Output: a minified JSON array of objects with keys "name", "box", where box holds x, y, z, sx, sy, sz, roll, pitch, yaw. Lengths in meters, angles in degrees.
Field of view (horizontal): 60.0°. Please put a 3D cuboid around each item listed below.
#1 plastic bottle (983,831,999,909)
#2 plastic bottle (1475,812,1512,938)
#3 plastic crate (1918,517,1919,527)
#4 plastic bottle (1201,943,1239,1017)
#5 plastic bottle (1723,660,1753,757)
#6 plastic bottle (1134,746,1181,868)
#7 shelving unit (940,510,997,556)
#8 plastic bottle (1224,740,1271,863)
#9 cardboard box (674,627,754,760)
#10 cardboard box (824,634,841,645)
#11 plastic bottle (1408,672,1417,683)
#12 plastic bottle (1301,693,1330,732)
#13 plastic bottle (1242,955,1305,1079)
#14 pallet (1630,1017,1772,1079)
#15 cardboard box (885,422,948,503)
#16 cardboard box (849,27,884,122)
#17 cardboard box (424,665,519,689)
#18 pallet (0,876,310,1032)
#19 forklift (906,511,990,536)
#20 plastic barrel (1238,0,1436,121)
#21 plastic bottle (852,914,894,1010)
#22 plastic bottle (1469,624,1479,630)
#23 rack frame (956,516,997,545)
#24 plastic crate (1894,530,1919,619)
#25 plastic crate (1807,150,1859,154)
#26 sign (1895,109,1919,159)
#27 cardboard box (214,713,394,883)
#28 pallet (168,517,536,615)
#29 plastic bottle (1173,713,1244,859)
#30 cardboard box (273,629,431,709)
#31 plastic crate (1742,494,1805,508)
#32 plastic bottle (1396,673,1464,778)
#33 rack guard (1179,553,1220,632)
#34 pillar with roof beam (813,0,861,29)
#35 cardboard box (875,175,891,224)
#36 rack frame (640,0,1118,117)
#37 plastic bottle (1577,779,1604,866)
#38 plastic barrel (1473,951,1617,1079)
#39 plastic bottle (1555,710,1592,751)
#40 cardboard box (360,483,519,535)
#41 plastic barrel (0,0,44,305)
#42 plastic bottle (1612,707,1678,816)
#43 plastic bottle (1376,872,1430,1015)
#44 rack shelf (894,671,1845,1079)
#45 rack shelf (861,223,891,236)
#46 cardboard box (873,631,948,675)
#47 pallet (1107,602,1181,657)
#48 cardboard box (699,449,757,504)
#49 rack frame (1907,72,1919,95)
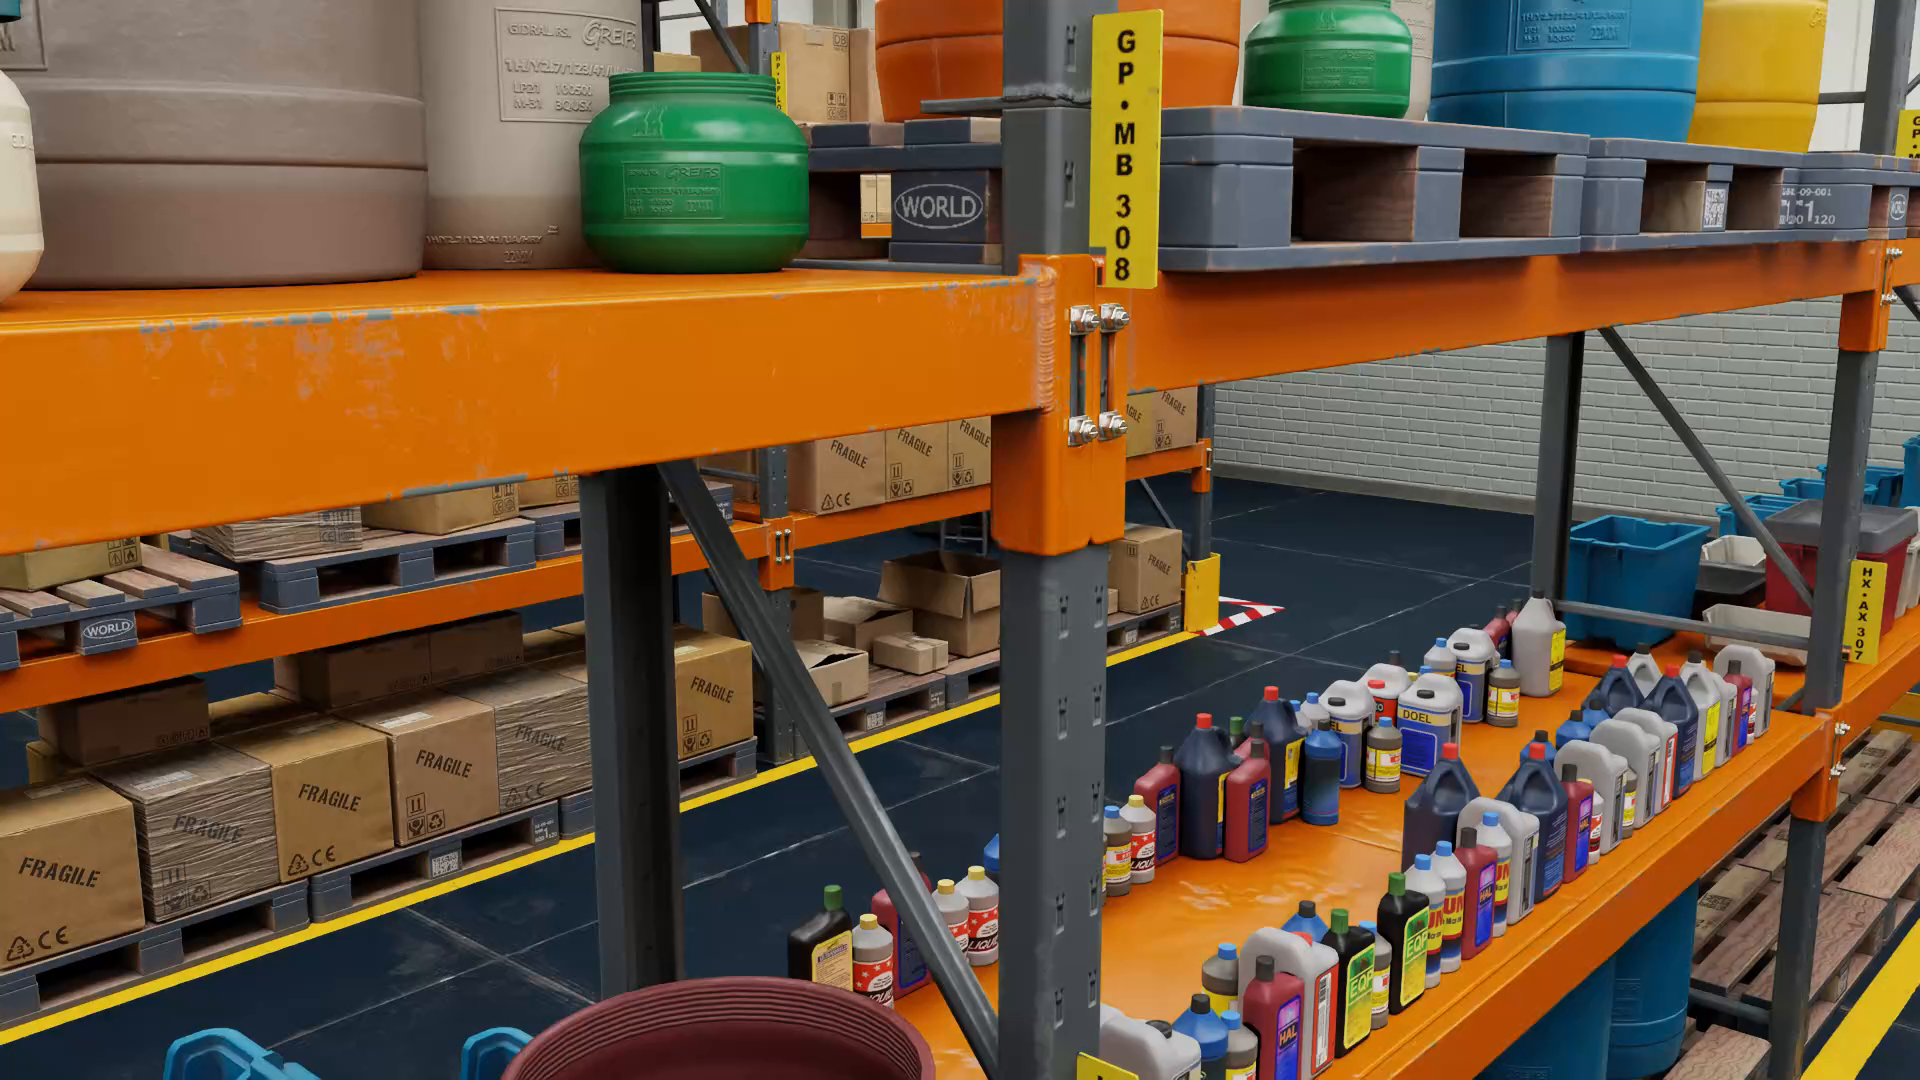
[{"name":"plastic bottle","box":[0.099,0.750,3.624,0.097,0.271,0.097,0,11,0]},{"name":"plastic bottle","box":[1.170,0.737,3.691,0.097,0.271,0.097,0,11,0]},{"name":"plastic crate","box":[4.458,-0.014,7.642,0.396,0.136,0.243,10,15,40]},{"name":"plastic bottle","box":[0.510,0.873,3.188,0.097,0.201,0.097,0,11,0]},{"name":"plastic bottle","box":[2.287,0.488,4.909,0.061,0.283,0.133,10,15,40]},{"name":"plastic bottle","box":[0.483,0.654,4.078,0.061,0.283,0.133,10,15,40]},{"name":"shelving unit","box":[0.098,-0.950,14.105,0.431,2.100,0.503,3,12,15]},{"name":"plastic bottle","box":[0.713,0.645,4.121,0.061,0.283,0.133,10,15,40]},{"name":"cardboard box","box":[-1.406,0.769,8.459,0.500,0.500,0.500,10,15,40]},{"name":"cardboard box","box":[-0.930,0.649,9.961,0.380,0.149,0.250,10,15,40]},{"name":"plastic bottle","box":[1.364,0.503,5.042,0.097,0.201,0.097,0,11,0]},{"name":"plastic bottle","box":[0.969,0.557,4.595,0.097,0.271,0.097,0,11,0]},{"name":"plastic bottle","box":[0.562,0.872,2.984,0.061,0.283,0.133,10,15,40]},{"name":"pallet","box":[1.882,1.766,5.329,1.003,0.211,1.213,10,15,40]},{"name":"cardboard box","box":[-0.419,-0.515,9.375,0.500,0.500,0.500,10,15,41]},{"name":"cardboard box","box":[-0.567,-2.492,9.064,0.700,0.500,0.500,10,15,40]},{"name":"cardboard box","box":[-2.477,0.852,8.046,0.500,0.500,0.500,10,15,41]},{"name":"pallet","box":[-3.415,1.501,6.659,1.003,0.211,1.213,10,15,40]},{"name":"forklift","box":[0.396,-1.703,15.754,1.130,2.935,3.031,3,12,15]},{"name":"plastic barrel","box":[0.839,-1.145,3.706,0.433,0.535,0.433,0,11,0]},{"name":"plastic bottle","box":[-0.182,0.847,3.318,0.097,0.201,0.097,0,11,0]},{"name":"plastic bottle","box":[1.645,0.406,5.349,0.097,0.271,0.097,0,11,0]},{"name":"rack frame","box":[0.163,-0.996,14.335,0.400,2.100,0.015,3,12,15]},{"name":"plastic crate","box":[3.569,0.119,6.609,0.437,0.282,0.530,10,15,40]},{"name":"plastic crate","box":[3.848,-1.549,7.309,0.504,0.338,0.767,10,15,40]},{"name":"sign","box":[2.834,-1.113,4.945,0.100,0.325,0.005,10,15,40]},{"name":"cardboard box","box":[-2.745,1.067,6.968,0.500,0.500,0.500,10,15,40]},{"name":"pallet","box":[-2.656,0.046,7.314,1.003,0.211,1.213,10,15,40]},{"name":"plastic bottle","box":[0.619,0.603,4.162,0.144,0.351,0.185,10,15,40]},{"name":"cardboard box","box":[-2.789,0.553,7.630,0.500,0.250,0.500,9,15,39]},{"name":"plastic crate","box":[3.783,-0.058,7.616,0.416,0.233,0.300,10,15,40]},{"name":"plastic bottle","box":[1.334,0.526,4.735,0.152,0.276,0.135,10,15,40]},{"name":"rack guard","box":[1.294,0.298,11.942,1.175,0.500,0.348,10,15,40]},{"name":"pillar with roof beam","box":[1.987,-4.473,14.131,9.100,9.000,0.400,10,15,40]},{"name":"cardboard box","box":[-0.456,-1.860,9.091,0.500,0.250,0.500,10,15,40]},{"name":"rack frame","box":[-0.218,-2.063,2.063,1.000,3.000,0.127,10,15,40]},{"name":"plastic bottle","box":[1.533,0.690,4.104,0.097,0.201,0.097,0,11,0]},{"name":"plastic barrel","box":[1.583,1.296,4.850,0.600,0.901,0.708,10,15,40]},{"name":"plastic bottle","box":[1.636,0.588,4.438,0.097,0.271,0.097,0,11,0]},{"name":"cardboard box","box":[-2.416,-0.337,7.414,0.700,0.500,0.500,6,13,26]},{"name":"plastic barrel","box":[-0.882,-0.307,1.283,0.301,0.262,0.301,0,11,0]},{"name":"plastic bottle","box":[1.831,0.579,4.469,0.152,0.276,0.135,10,15,40]},{"name":"plastic bottle","box":[0.891,0.799,3.352,0.061,0.283,0.133,10,15,40]},{"name":"rack shelf","box":[1.102,0.938,4.195,1.077,0.370,4.000,10,15,40]},{"name":"rack shelf","box":[0.024,-1.763,10.056,1.077,0.370,4.000,10,15,40]},{"name":"cardboard box","box":[-0.293,0.661,9.854,0.380,0.166,0.250,10,15,40]},{"name":"pallet","box":[0.769,0.557,11.382,1.003,0.211,1.213,10,15,40]},{"name":"cardboard box","box":[-1.159,-0.506,9.331,0.500,0.500,0.500,10,15,41]},{"name":"rack frame","box":[5.063,-3.240,7.956,1.000,3.000,0.127,10,15,40]}]
